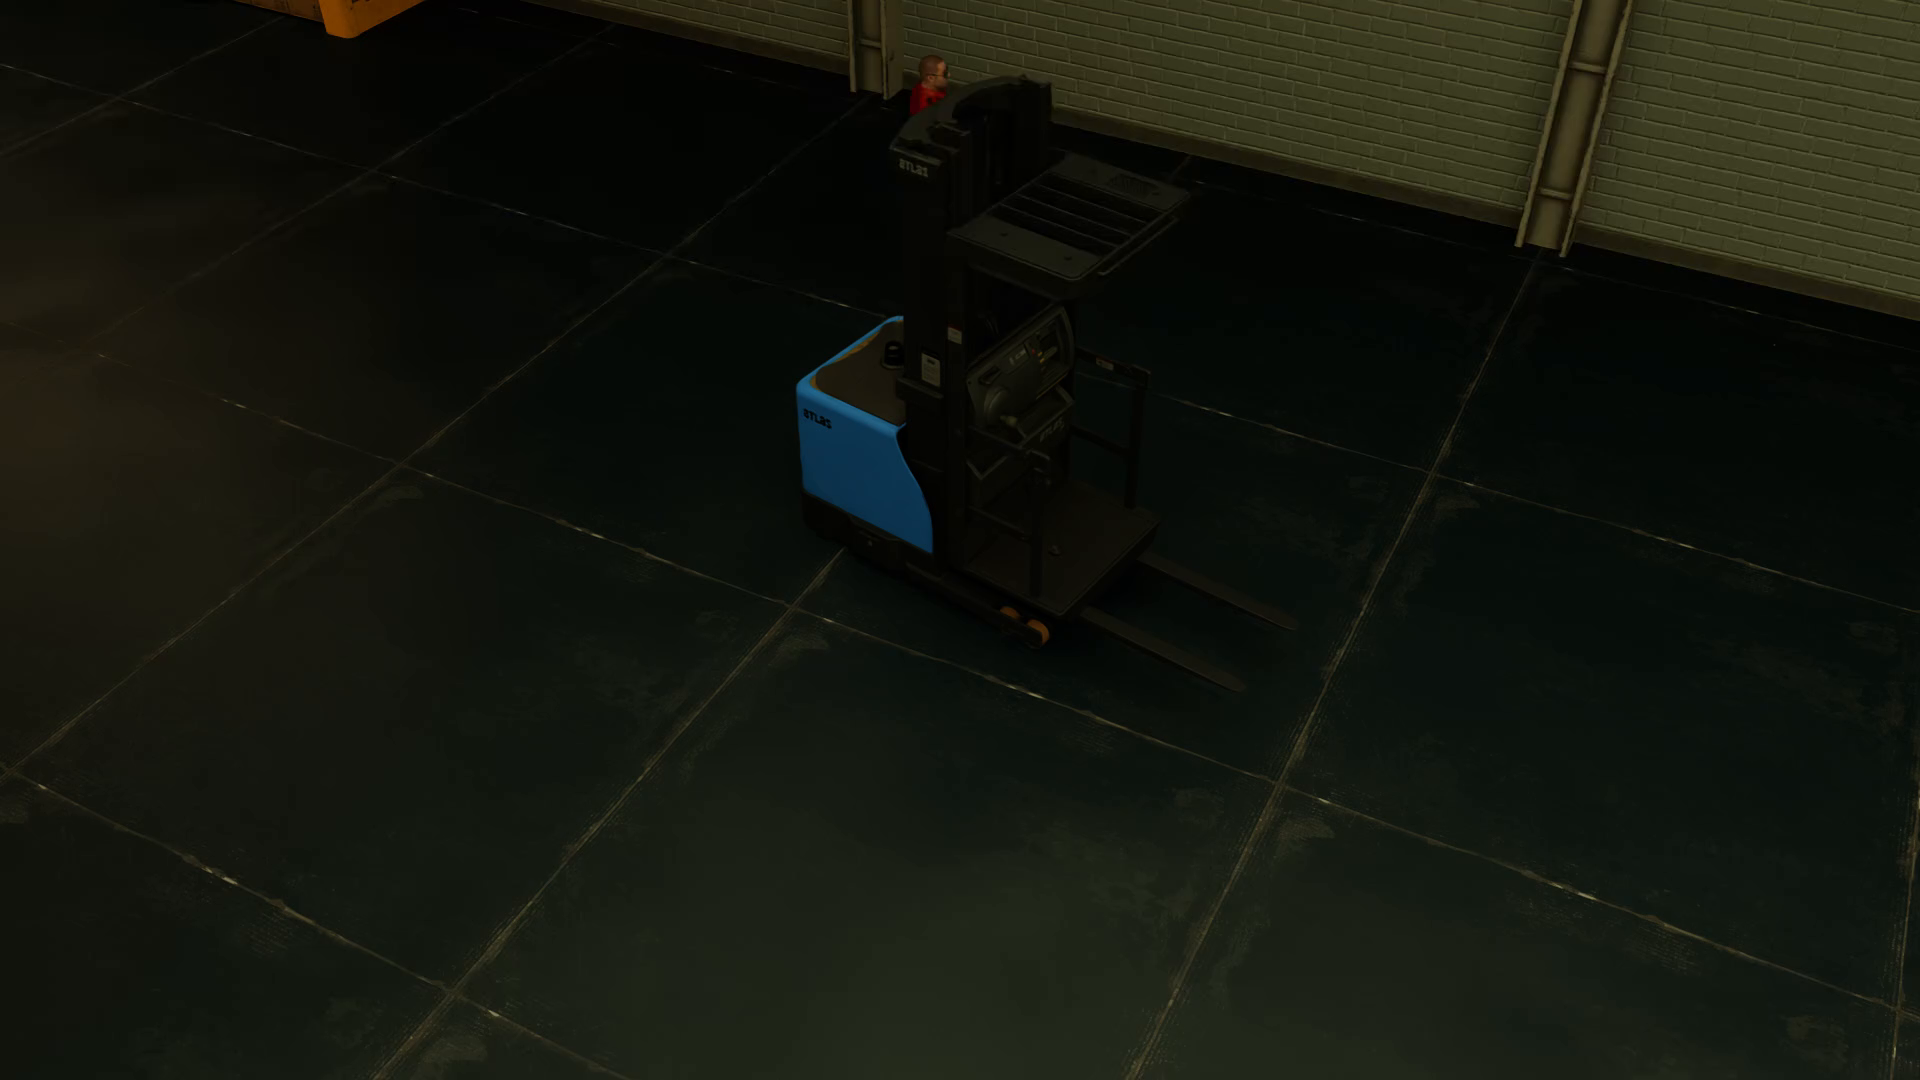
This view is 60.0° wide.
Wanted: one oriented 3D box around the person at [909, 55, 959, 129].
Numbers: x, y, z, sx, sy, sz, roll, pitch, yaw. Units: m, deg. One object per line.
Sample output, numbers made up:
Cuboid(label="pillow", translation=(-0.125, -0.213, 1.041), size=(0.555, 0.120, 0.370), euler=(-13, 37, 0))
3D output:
Cuboid(label="person", translation=(-0.159, -2.710, 12.139), size=(0.376, 1.731, 0.554), euler=(-8, 41, -10))

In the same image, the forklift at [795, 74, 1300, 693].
Cuboid(label="forklift", translation=(0.504, -0.890, 9.043), size=(3.031, 2.935, 1.130), euler=(26, 47, 27))
